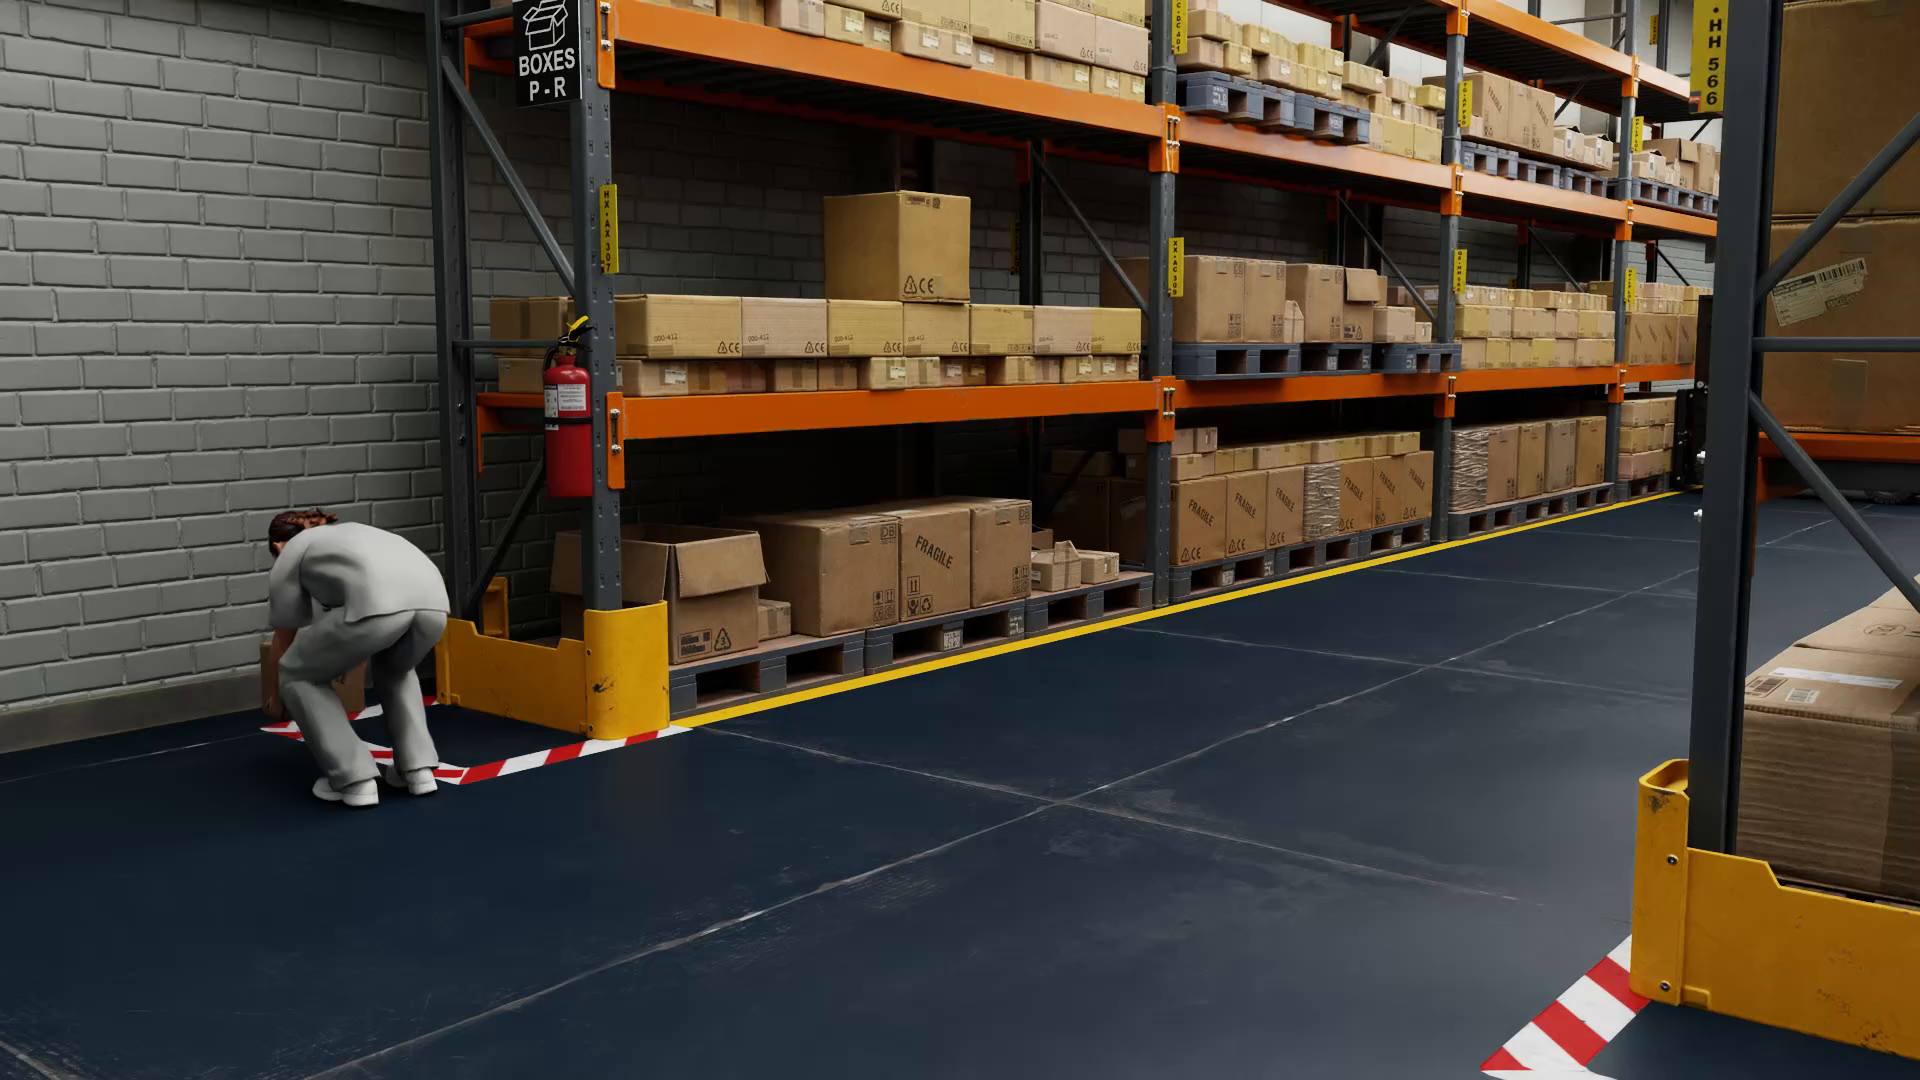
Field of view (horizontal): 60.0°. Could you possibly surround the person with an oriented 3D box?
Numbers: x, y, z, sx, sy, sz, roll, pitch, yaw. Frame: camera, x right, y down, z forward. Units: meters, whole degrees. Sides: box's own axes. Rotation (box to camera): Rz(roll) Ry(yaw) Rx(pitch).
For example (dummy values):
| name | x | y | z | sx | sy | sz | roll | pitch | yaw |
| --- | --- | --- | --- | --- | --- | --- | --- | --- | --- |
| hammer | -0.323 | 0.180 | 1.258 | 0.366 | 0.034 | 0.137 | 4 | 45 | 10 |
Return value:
| name | x | y | z | sx | sy | sz | roll | pitch | yaw |
| --- | --- | --- | --- | --- | --- | --- | --- | --- | --- |
| person | -2.079 | 0.371 | 5.659 | 0.859 | 0.960 | 0.477 | 6 | 9 | 41 |
